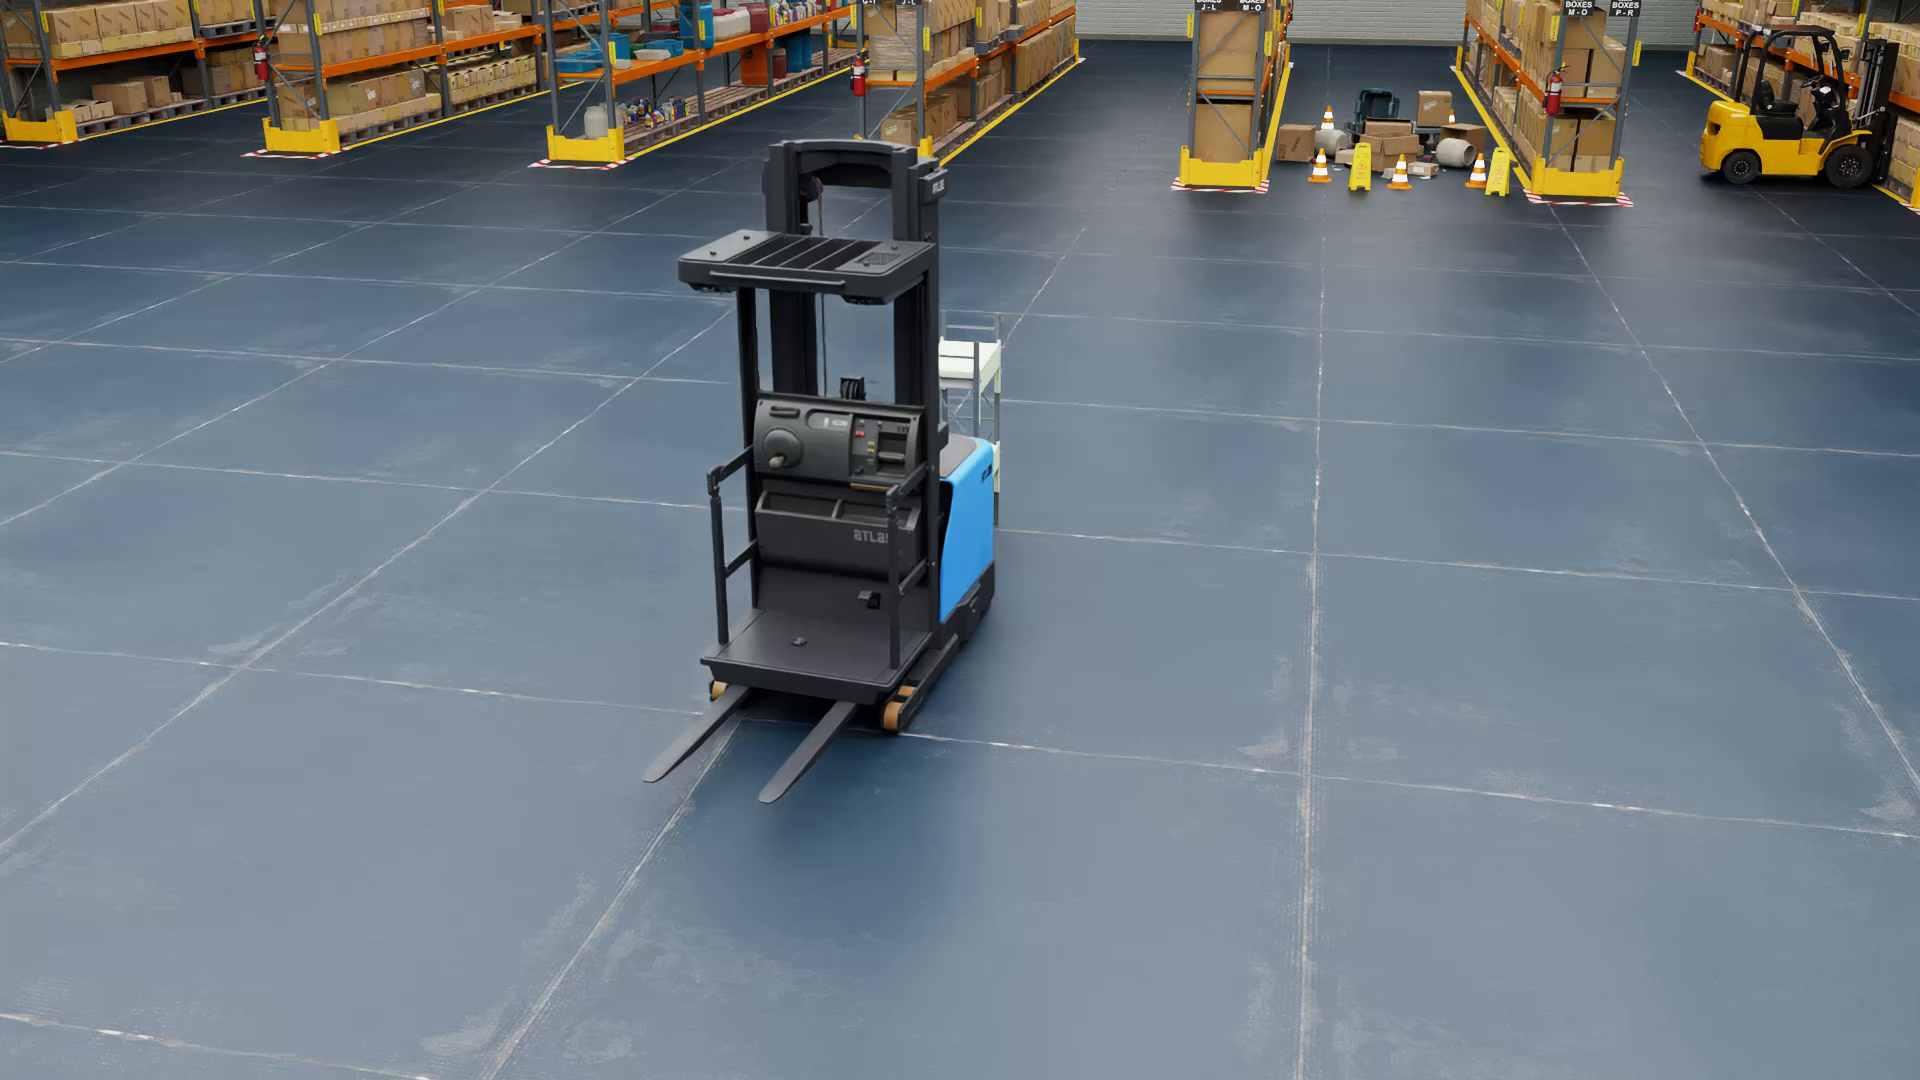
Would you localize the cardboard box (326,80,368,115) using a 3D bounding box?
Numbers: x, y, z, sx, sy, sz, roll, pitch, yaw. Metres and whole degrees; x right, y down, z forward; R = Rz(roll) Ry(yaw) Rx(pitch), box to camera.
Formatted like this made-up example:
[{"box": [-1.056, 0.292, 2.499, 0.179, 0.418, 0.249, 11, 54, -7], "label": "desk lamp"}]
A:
[{"box": [-10.300, -7.408, 27.846, 0.500, 0.500, 0.500, 4, 22, 11], "label": "cardboard box"}]

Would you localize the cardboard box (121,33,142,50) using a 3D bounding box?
[{"box": [-14.860, -8.810, 29.388, 0.500, 0.250, 0.500, 5, 22, 11], "label": "cardboard box"}]

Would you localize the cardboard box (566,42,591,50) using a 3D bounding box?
[{"box": [-8.311, -10.646, 36.529, 0.500, 0.500, 0.500, 5, 22, 12], "label": "cardboard box"}]

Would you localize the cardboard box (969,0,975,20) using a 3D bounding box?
[{"box": [-0.036, -8.947, 27.684, 0.500, 0.500, 0.500, 4, 22, 11], "label": "cardboard box"}]

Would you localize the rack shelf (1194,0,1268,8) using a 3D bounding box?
[{"box": [4.213, -8.396, 25.133, 1.077, 0.370, 4.000, 4, 22, 11], "label": "rack shelf"}]

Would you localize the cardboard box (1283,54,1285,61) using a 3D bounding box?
[{"box": [7.213, -11.021, 37.956, 0.380, 0.149, 0.250, 5, 23, 13], "label": "cardboard box"}]

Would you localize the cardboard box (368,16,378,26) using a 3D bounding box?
[{"box": [-10.122, -8.815, 28.223, 0.380, 0.149, 0.250, 5, 22, 11], "label": "cardboard box"}]

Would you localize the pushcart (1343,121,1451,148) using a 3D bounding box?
[{"box": [7.245, -6.668, 27.406, 1.648, 0.377, 0.936, -3, 22, -8], "label": "pushcart"}]

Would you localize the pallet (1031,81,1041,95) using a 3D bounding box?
[{"box": [1.088, -9.382, 34.365, 1.003, 0.211, 1.213, 4, 22, 11], "label": "pallet"}]

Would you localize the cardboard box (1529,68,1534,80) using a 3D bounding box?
[{"box": [8.839, -7.055, 25.192, 0.380, 0.149, 0.250, 5, 22, 11], "label": "cardboard box"}]

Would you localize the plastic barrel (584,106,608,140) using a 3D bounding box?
[{"box": [-5.819, -6.687, 26.709, 0.421, 0.512, 0.421, 0, 22, 0], "label": "plastic barrel"}]

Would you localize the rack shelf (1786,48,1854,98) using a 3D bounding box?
[{"box": [14.756, -7.750, 27.544, 1.077, 0.370, 4.000, 4, 22, 11], "label": "rack shelf"}]

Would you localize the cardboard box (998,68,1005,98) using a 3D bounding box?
[{"box": [0.485, -8.746, 31.811, 0.700, 0.500, 0.500, 3, 22, 8], "label": "cardboard box"}]

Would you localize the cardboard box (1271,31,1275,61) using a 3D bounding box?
[{"box": [4.992, -8.288, 27.783, 0.500, 0.500, 0.500, 5, 22, 12], "label": "cardboard box"}]

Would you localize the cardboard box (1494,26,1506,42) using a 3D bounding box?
[{"box": [10.153, -9.327, 30.699, 0.500, 0.250, 0.500, 4, 22, 9], "label": "cardboard box"}]

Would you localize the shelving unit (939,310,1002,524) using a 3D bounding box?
[{"box": [-0.001, -0.693, 11.067, 0.431, 1.500, 0.755, 4, 22, 11], "label": "shelving unit"}]

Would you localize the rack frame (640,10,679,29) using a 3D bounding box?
[{"box": [-7.462, -13.630, 41.181, 1.000, 3.000, 0.127, 4, 22, 11], "label": "rack frame"}]

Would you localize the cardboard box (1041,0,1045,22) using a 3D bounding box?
[{"box": [1.483, -11.085, 34.727, 0.500, 0.500, 0.500, 5, 23, 13], "label": "cardboard box"}]

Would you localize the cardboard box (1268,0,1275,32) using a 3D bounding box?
[{"box": [4.514, -8.298, 26.296, 0.875, 0.550, 0.550, 4, 22, 11], "label": "cardboard box"}]

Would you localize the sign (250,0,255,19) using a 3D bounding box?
[{"box": [-11.256, -8.472, 26.507, 0.100, 0.325, 0.005, 4, 22, 11], "label": "sign"}]

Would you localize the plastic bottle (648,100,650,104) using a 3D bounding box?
[{"box": [-5.492, -7.595, 29.244, 0.061, 0.283, 0.133, 4, 22, 11], "label": "plastic bottle"}]

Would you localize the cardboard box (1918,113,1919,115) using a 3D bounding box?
[{"box": [14.137, -5.986, 23.981, 0.500, 0.250, 0.500, 4, 22, 10], "label": "cardboard box"}]

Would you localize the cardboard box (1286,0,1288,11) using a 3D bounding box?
[{"box": [6.833, -11.705, 35.869, 0.500, 0.500, 0.500, 4, 22, 10], "label": "cardboard box"}]

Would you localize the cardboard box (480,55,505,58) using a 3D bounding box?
[{"box": [-9.489, -9.714, 33.827, 0.500, 0.311, 0.500, 5, 23, 13], "label": "cardboard box"}]

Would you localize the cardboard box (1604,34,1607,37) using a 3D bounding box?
[{"box": [9.441, -7.353, 25.065, 0.500, 0.500, 0.500, 5, 22, 12], "label": "cardboard box"}]

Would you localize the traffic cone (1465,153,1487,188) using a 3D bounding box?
[{"box": [7.496, -5.345, 24.006, 0.336, 0.463, 0.334, 4, 22, 11], "label": "traffic cone"}]

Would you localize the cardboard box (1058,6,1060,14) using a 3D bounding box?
[{"box": [2.015, -11.759, 36.872, 0.380, 0.149, 0.250, 4, 22, 10], "label": "cardboard box"}]

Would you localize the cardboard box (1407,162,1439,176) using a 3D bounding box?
[{"box": [6.961, -5.577, 25.002, 0.380, 0.149, 0.250, 18, 28, 38], "label": "cardboard box"}]

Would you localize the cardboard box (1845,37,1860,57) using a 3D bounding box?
[{"box": [14.197, -7.714, 26.023, 0.500, 0.250, 0.500, 4, 22, 10], "label": "cardboard box"}]

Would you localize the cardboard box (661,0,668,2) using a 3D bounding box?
[{"box": [-7.390, -13.302, 40.233, 0.500, 0.500, 0.500, 5, 22, 11], "label": "cardboard box"}]

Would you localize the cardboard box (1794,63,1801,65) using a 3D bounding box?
[{"box": [15.883, -8.891, 31.330, 0.380, 0.149, 0.250, 4, 22, 9], "label": "cardboard box"}]

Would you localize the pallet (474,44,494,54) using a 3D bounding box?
[{"box": [-12.399, -12.414, 41.896, 1.003, 0.211, 1.213, 4, 22, 11], "label": "pallet"}]

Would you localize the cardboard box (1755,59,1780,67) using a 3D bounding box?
[{"box": [15.582, -9.200, 32.098, 0.380, 0.149, 0.250, 4, 22, 10], "label": "cardboard box"}]

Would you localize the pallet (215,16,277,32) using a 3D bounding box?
[{"box": [-14.309, -10.264, 33.081, 1.003, 0.211, 1.213, 4, 22, 11], "label": "pallet"}]

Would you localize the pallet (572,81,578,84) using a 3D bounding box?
[{"box": [-8.654, -10.126, 36.213, 1.003, 0.211, 1.213, 4, 22, 11], "label": "pallet"}]

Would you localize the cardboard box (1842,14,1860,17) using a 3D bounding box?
[{"box": [15.351, -8.924, 28.494, 0.380, 0.149, 0.250, 5, 22, 12], "label": "cardboard box"}]

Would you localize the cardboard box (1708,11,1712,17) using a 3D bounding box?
[{"box": [16.454, -11.429, 36.052, 0.380, 0.149, 0.250, 5, 22, 12], "label": "cardboard box"}]

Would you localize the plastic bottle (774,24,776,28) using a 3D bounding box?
[{"box": [-3.771, -10.443, 33.533, 0.097, 0.201, 0.097, 0, 22, 0], "label": "plastic bottle"}]

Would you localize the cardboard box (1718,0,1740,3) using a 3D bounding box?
[{"box": [16.134, -11.463, 34.600, 0.500, 0.500, 0.500, 5, 22, 12], "label": "cardboard box"}]

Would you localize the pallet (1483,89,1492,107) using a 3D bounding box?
[{"box": [10.790, -8.626, 32.490, 1.003, 0.211, 1.213, 4, 22, 11], "label": "pallet"}]

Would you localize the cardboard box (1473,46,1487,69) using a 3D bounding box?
[{"box": [11.721, -10.540, 36.376, 0.875, 0.438, 0.875, 5, 22, 12], "label": "cardboard box"}]

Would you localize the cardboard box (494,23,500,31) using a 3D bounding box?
[{"box": [-9.300, -10.117, 32.795, 0.380, 0.149, 0.250, 6, 23, 15], "label": "cardboard box"}]

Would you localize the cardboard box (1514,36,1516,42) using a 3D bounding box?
[{"box": [9.678, -8.578, 28.412, 0.380, 0.149, 0.250, 5, 23, 13], "label": "cardboard box"}]

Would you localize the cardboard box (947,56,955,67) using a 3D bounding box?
[{"box": [-0.290, -7.720, 26.843, 0.380, 0.149, 0.250, 4, 22, 11], "label": "cardboard box"}]

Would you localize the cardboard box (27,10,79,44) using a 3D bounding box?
[{"box": [-15.186, -8.594, 27.847, 0.500, 0.500, 0.500, 4, 22, 11], "label": "cardboard box"}]

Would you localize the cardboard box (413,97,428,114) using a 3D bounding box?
[{"box": [-9.903, -7.792, 29.805, 0.500, 0.250, 0.500, 4, 22, 11], "label": "cardboard box"}]

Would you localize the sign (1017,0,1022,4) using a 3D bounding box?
[{"box": [1.135, -10.410, 31.742, 0.100, 0.325, 0.005, 4, 22, 11], "label": "sign"}]

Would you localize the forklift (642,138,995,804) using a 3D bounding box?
[{"box": [-0.728, -0.506, 8.687, 1.130, 2.935, 3.031, 7, 23, 17], "label": "forklift"}]

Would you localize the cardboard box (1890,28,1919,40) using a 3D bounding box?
[{"box": [13.804, -7.364, 24.222, 0.380, 0.149, 0.250, 4, 22, 10], "label": "cardboard box"}]

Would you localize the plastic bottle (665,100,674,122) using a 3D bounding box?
[{"box": [-5.017, -7.392, 28.649, 0.144, 0.351, 0.185, 4, 22, 11], "label": "plastic bottle"}]

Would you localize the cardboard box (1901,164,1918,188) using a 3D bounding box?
[{"box": [13.318, -5.005, 22.883, 0.500, 0.250, 0.500, 5, 22, 11], "label": "cardboard box"}]

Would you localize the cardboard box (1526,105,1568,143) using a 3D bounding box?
[{"box": [8.793, -6.222, 24.901, 0.500, 0.500, 0.500, 4, 22, 10], "label": "cardboard box"}]

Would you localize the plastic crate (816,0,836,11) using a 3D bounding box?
[{"box": [-3.003, -12.153, 37.348, 0.402, 0.464, 0.583, 4, 22, 11], "label": "plastic crate"}]

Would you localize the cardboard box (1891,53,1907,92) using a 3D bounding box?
[{"box": [13.686, -6.697, 23.833, 0.500, 0.500, 0.500, 5, 22, 11], "label": "cardboard box"}]

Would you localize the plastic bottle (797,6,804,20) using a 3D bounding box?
[{"box": [-3.399, -11.194, 35.300, 0.152, 0.276, 0.135, 4, 22, 11], "label": "plastic bottle"}]

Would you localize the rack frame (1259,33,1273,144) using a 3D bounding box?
[{"box": [4.621, -8.070, 27.375, 1.000, 3.000, 0.127, 4, 22, 11], "label": "rack frame"}]

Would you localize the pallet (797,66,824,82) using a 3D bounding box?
[{"box": [-3.629, -10.216, 36.436, 1.003, 0.211, 1.213, 4, 22, 11], "label": "pallet"}]
